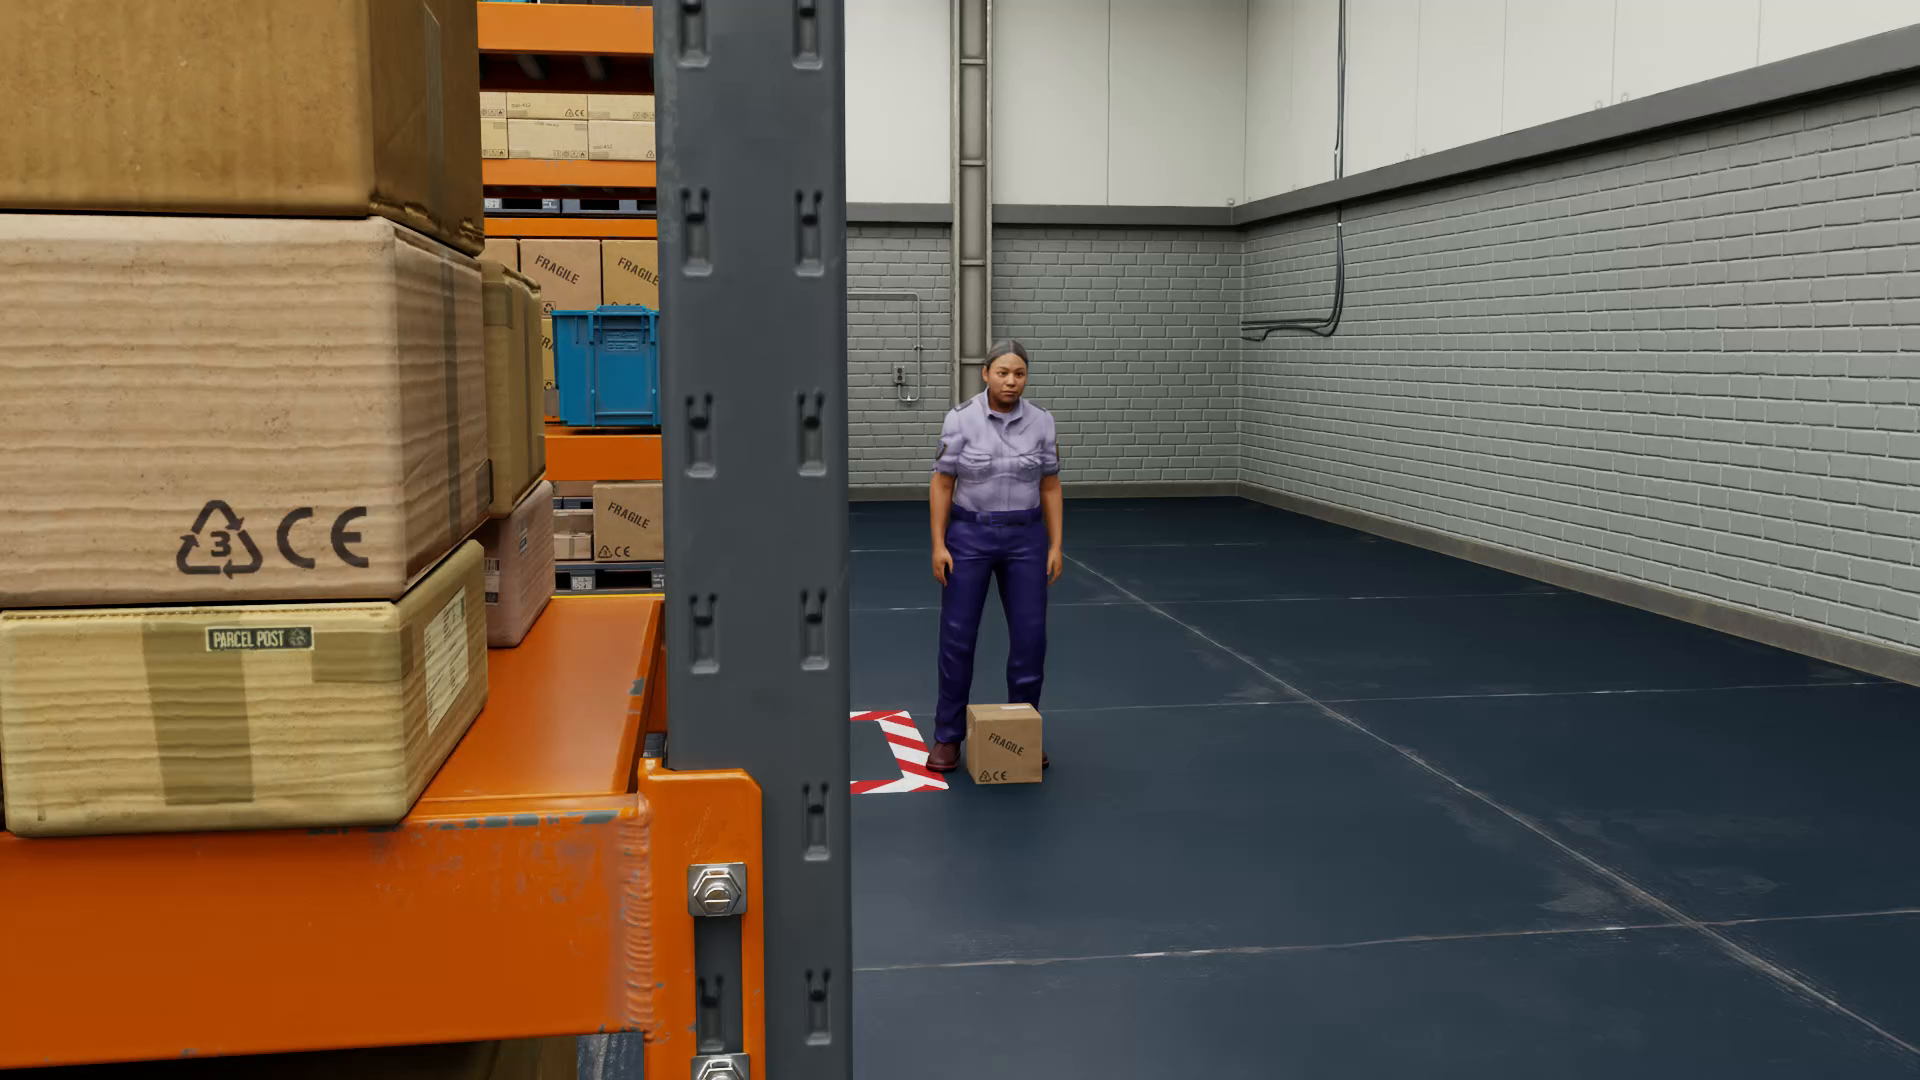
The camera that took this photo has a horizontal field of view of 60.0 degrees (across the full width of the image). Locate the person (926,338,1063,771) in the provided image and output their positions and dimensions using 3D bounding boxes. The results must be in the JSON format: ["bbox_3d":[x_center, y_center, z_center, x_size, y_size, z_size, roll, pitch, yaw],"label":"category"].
[{"bbox_3d":[0.131,0.049,6.457,0.559,1.651,0.374,-1,7,-9],"label":"person"}]
